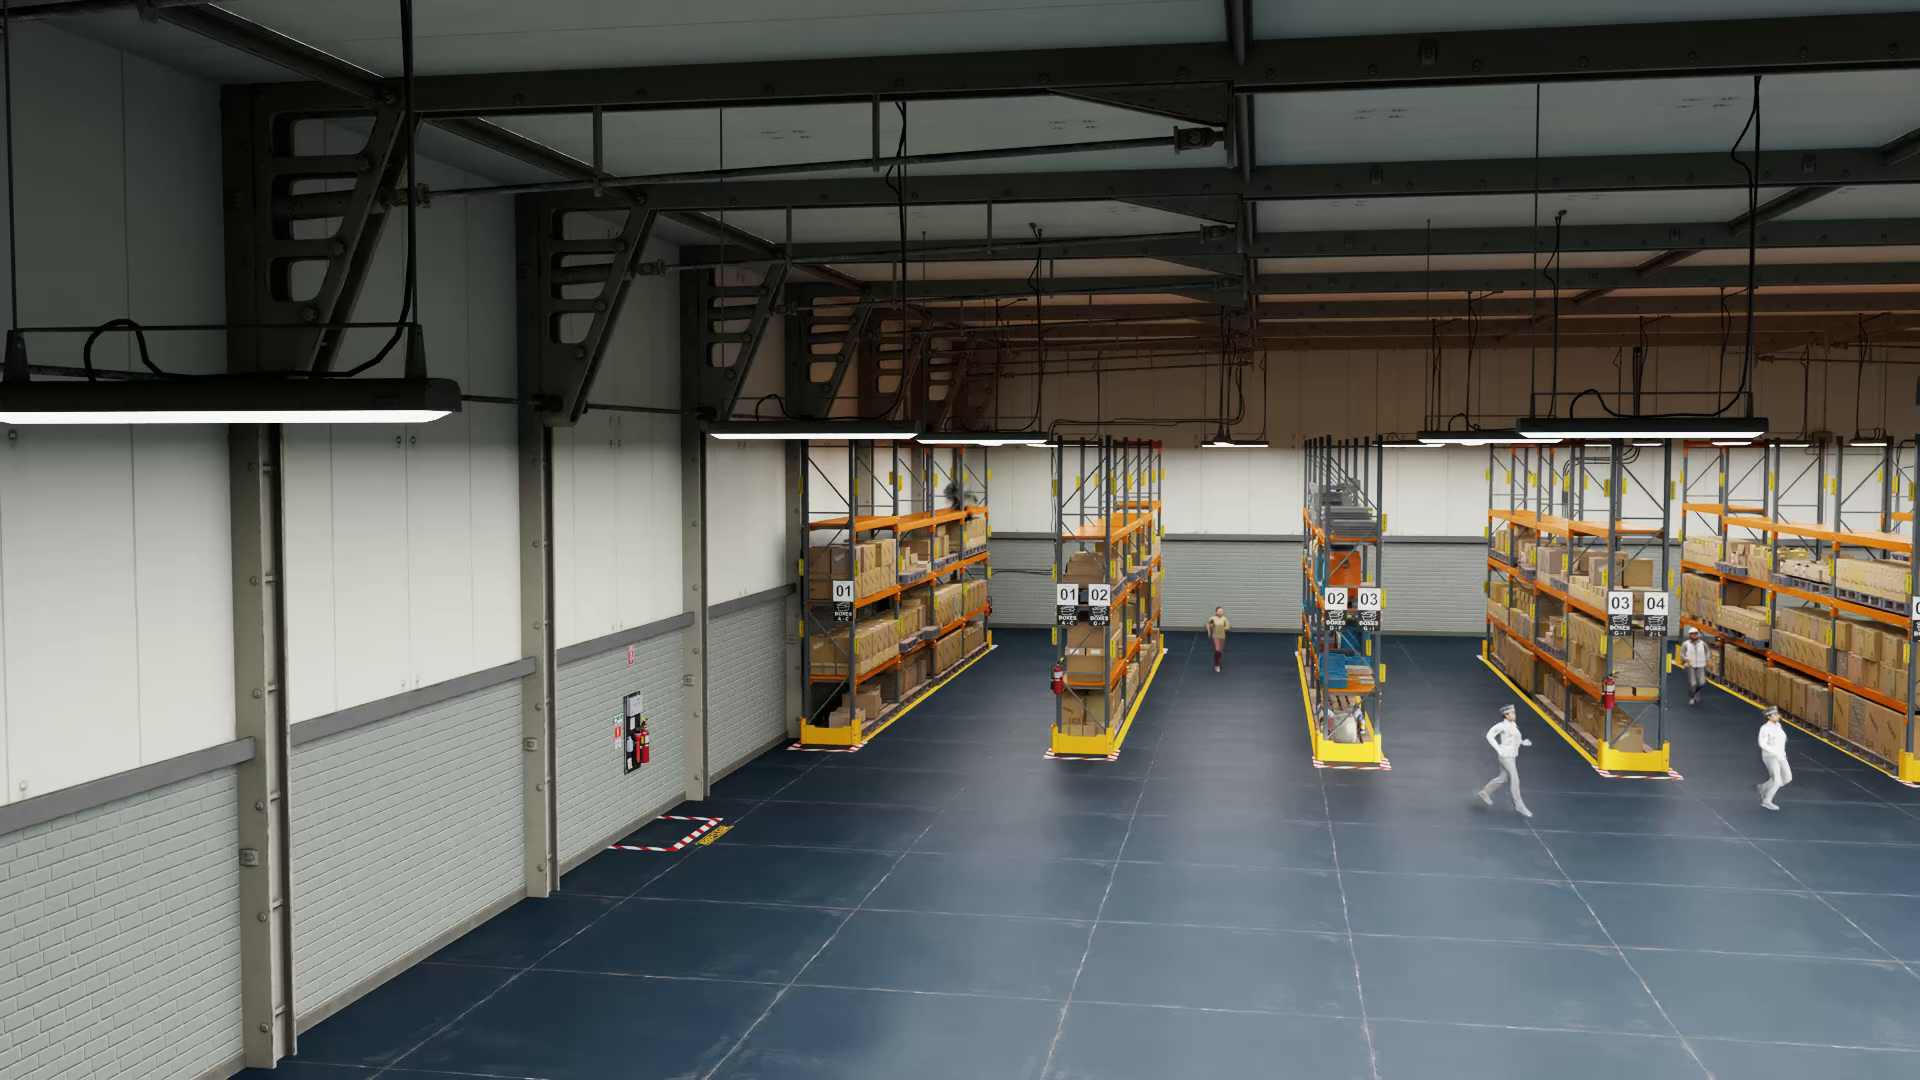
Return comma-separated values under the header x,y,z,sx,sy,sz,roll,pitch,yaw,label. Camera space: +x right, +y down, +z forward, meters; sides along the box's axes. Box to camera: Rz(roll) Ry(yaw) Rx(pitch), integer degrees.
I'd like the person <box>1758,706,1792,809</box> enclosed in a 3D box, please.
x,y,z,sx,sy,sz,roll,pitch,yaw,label
12.999,3.462,26.562,0.623,1.662,0.494,-2,4,-36,person

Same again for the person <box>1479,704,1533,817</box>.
x,y,z,sx,sy,sz,roll,pitch,yaw,label
8.642,3.445,26.264,0.883,1.723,0.611,2,4,39,person

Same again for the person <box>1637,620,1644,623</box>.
x,y,z,sx,sy,sz,roll,pitch,yaw,label
17.641,2.530,42.634,0.631,1.805,0.728,0,3,9,person

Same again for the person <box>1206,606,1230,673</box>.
x,y,z,sx,sy,sz,roll,pitch,yaw,label
6.683,2.564,43.012,0.551,1.706,0.762,0,3,-5,person

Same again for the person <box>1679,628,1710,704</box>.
x,y,z,sx,sy,sz,roll,pitch,yaw,label
16.516,2.838,37.345,0.670,1.729,0.521,1,3,13,person
